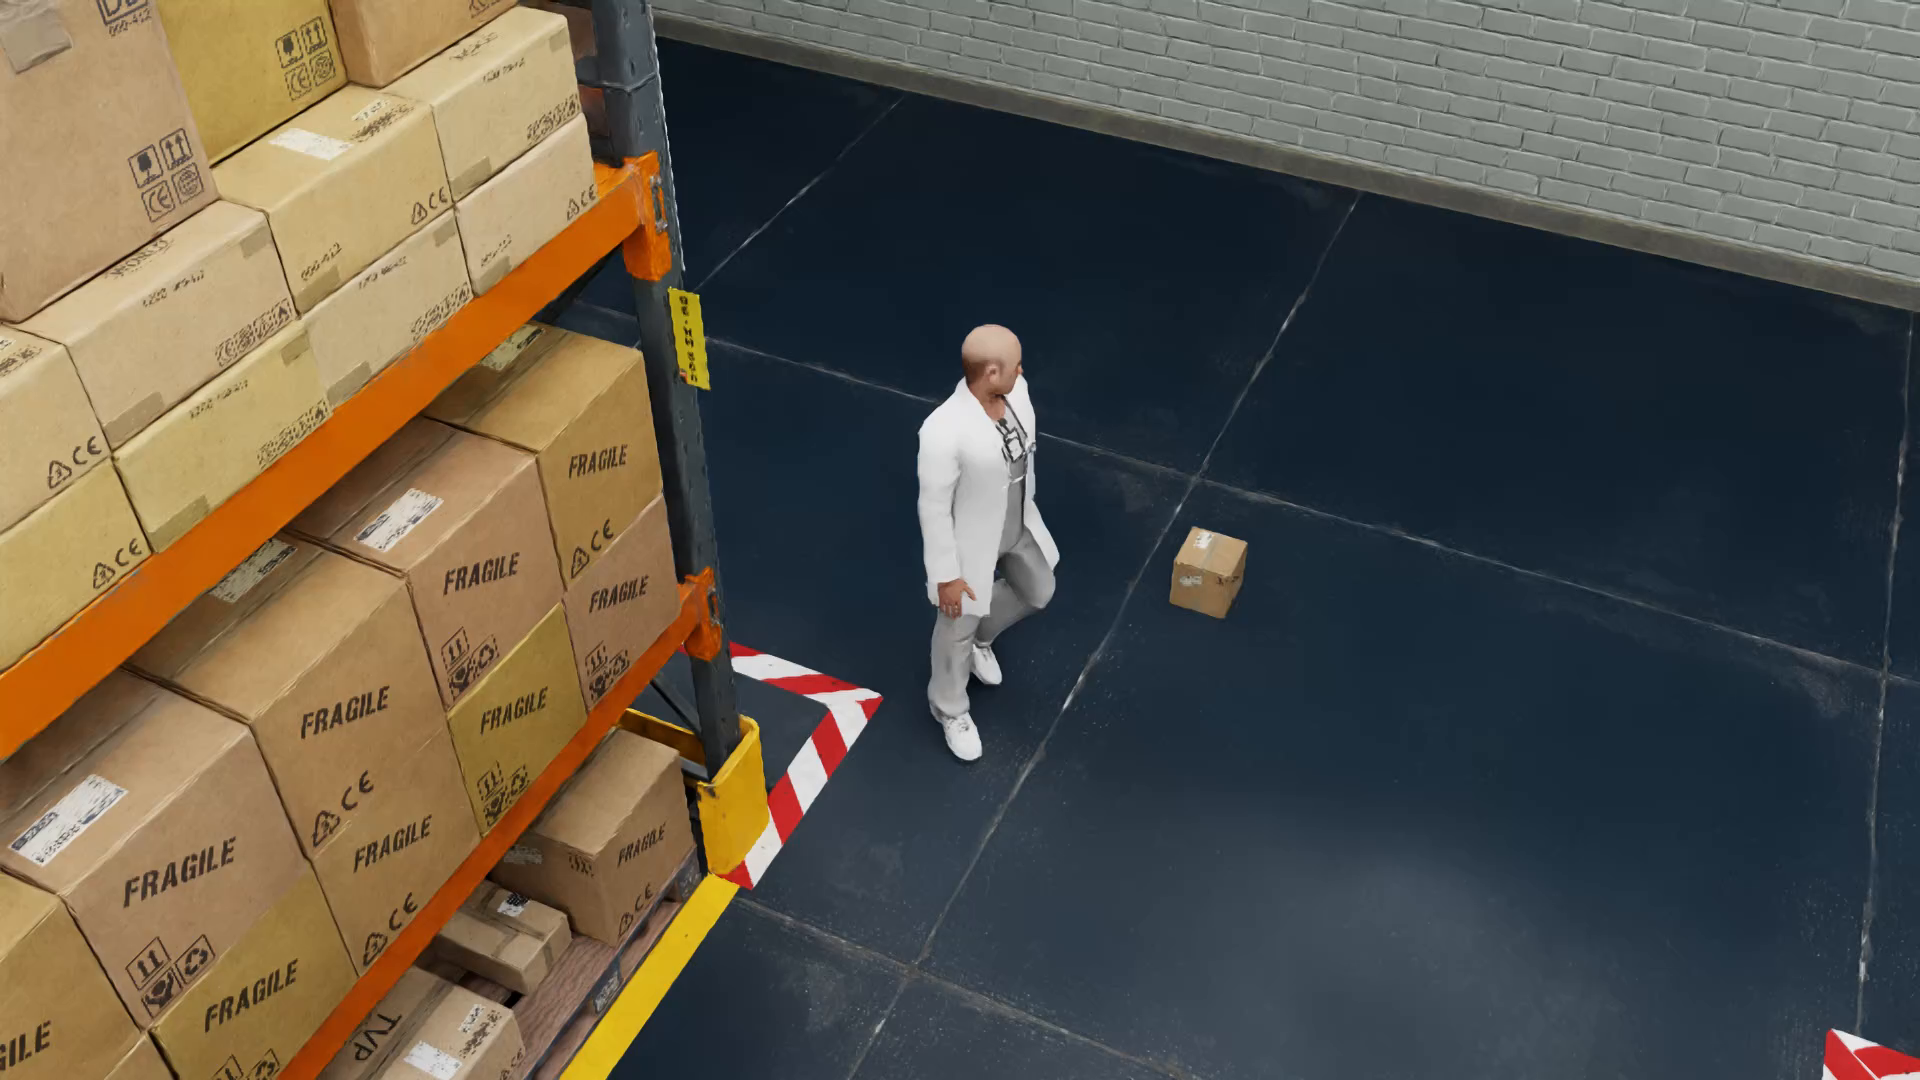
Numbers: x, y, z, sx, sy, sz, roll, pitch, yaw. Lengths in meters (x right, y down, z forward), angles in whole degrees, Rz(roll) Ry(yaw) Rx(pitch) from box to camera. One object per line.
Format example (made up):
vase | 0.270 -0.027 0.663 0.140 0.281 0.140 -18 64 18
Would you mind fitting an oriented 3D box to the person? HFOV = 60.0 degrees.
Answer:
person | 0.041 -0.033 6.180 0.533 1.778 0.669 31 50 31
